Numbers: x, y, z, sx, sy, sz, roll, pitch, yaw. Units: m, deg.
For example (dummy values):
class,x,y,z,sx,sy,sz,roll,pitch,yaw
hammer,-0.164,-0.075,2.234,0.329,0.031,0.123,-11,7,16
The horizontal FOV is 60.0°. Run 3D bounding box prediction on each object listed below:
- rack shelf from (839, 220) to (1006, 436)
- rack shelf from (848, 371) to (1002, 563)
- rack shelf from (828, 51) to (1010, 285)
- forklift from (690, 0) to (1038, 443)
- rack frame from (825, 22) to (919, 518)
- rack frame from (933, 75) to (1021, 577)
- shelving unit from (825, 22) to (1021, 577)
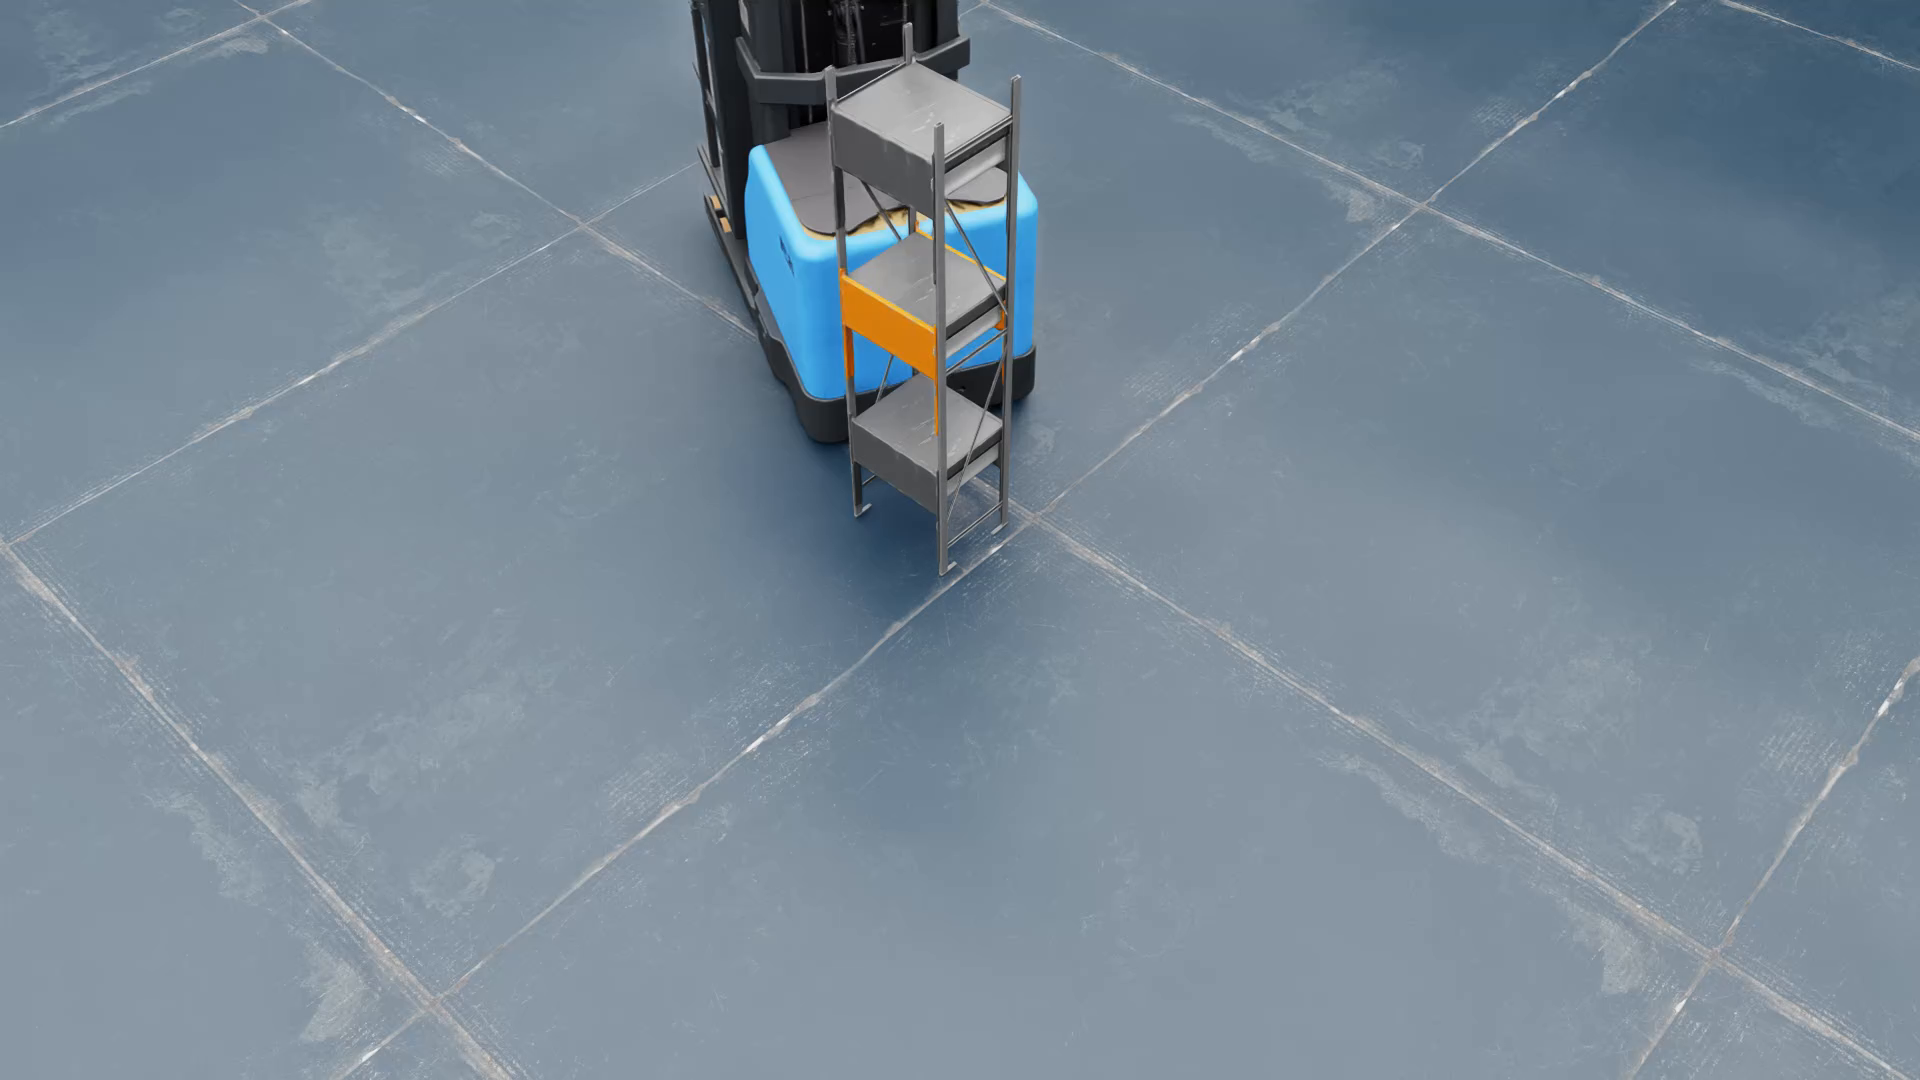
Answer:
class,x,y,z,sx,sy,sz,roll,pitch,yaw
rack shelf,-0.122,-0.791,6.180,0.480,0.518,0.431,34,55,28
rack shelf,-0.122,-0.312,6.690,0.480,0.518,0.431,34,55,28
rack shelf,-0.122,-1.270,5.670,0.480,0.518,0.431,34,55,28
forklift,-0.633,-2.518,7.213,1.130,2.935,3.031,-14,48,-13
rack frame,-0.301,-0.921,6.283,0.015,2.100,0.400,34,55,28
rack frame,0.058,-0.680,6.057,0.015,2.100,0.400,34,55,28
shelving unit,-0.122,-0.801,6.170,0.503,2.100,0.431,34,55,28
